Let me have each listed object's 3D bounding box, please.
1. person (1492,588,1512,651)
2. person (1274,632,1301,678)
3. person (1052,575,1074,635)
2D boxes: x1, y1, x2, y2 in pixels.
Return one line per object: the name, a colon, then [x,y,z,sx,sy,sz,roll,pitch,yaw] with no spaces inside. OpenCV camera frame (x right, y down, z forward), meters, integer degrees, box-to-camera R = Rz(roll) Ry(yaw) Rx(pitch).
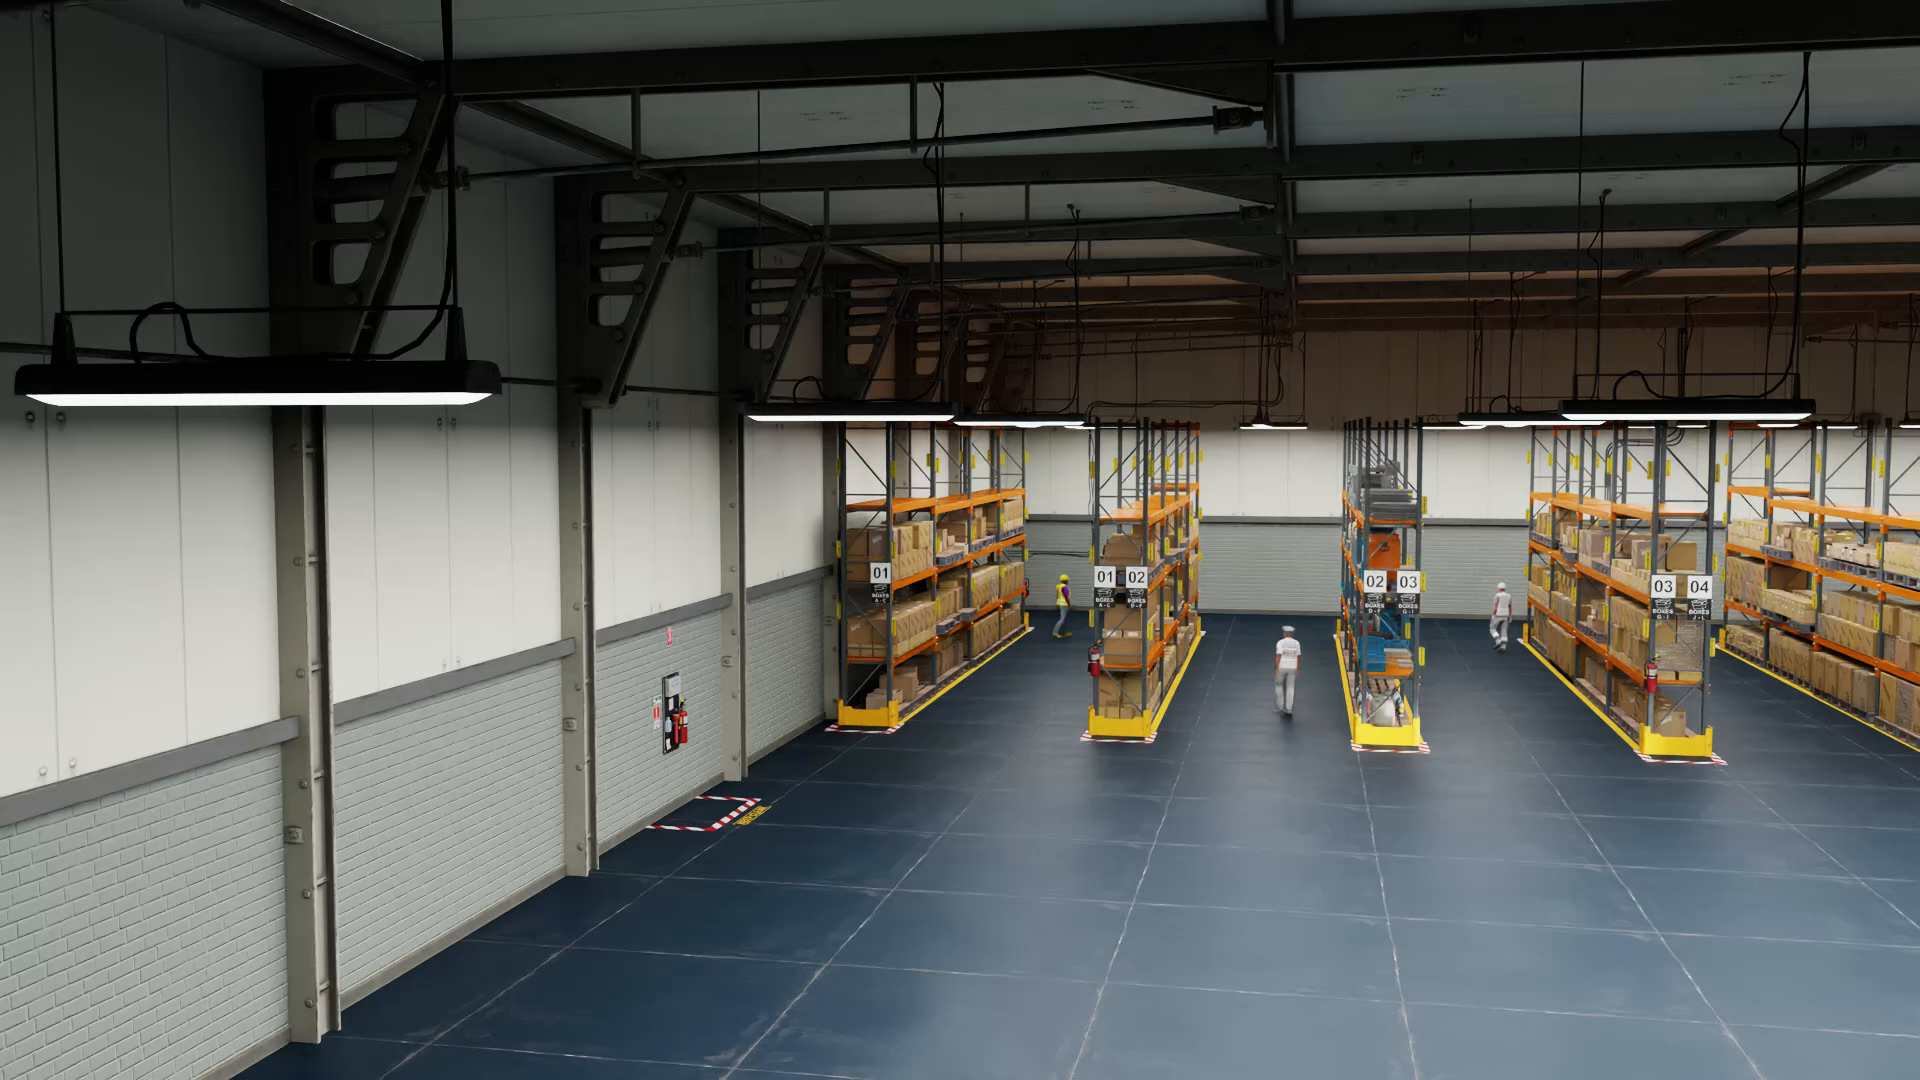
person: [14.188,2.032,43.483,0.560,1.743,0.420,-1,4,-15]
person: [6.689,2.318,33.938,0.539,1.035,0.423,0,4,3]
person: [2.813,1.813,46.274,0.612,1.701,0.546,-1,4,-17]
